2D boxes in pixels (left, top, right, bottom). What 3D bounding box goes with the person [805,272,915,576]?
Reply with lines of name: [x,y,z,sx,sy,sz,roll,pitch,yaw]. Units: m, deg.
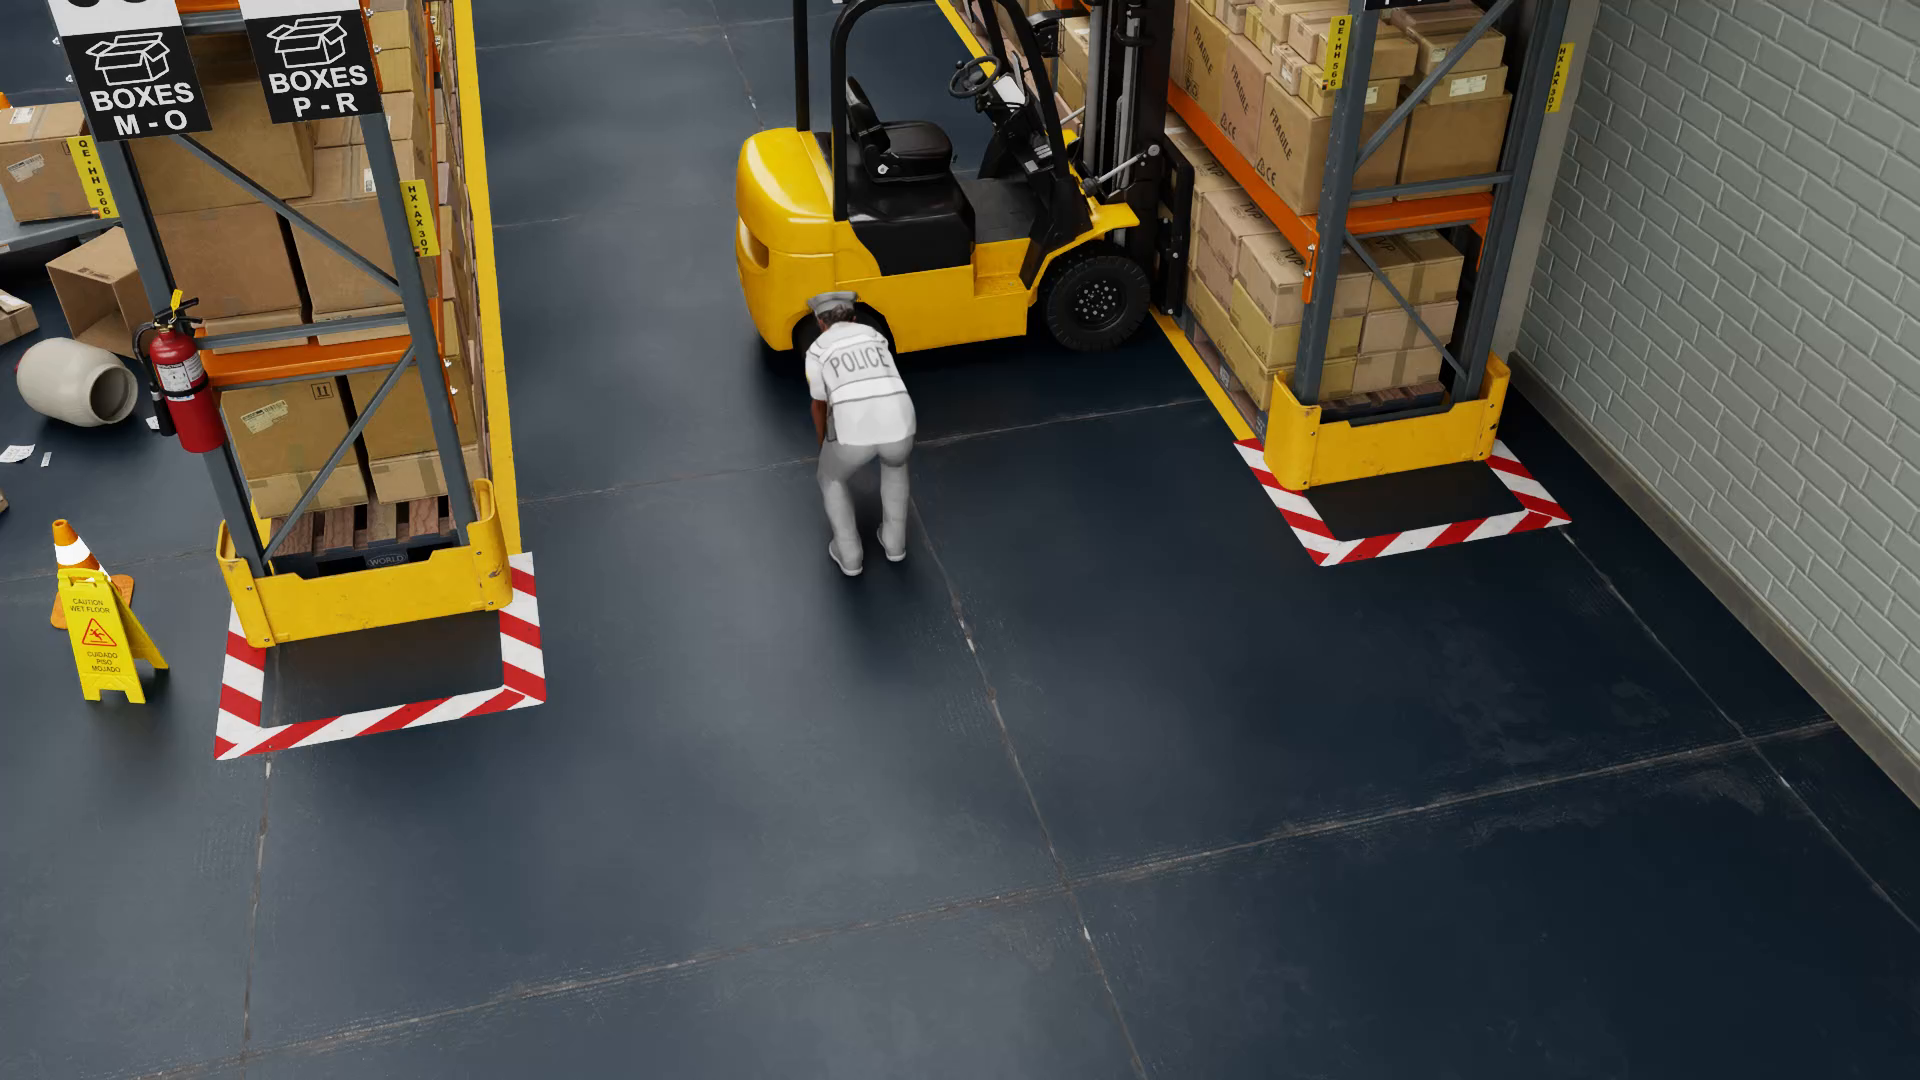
person: [-0.480,-0.542,7.707,0.418,1.284,0.892,-11,40,-13]
